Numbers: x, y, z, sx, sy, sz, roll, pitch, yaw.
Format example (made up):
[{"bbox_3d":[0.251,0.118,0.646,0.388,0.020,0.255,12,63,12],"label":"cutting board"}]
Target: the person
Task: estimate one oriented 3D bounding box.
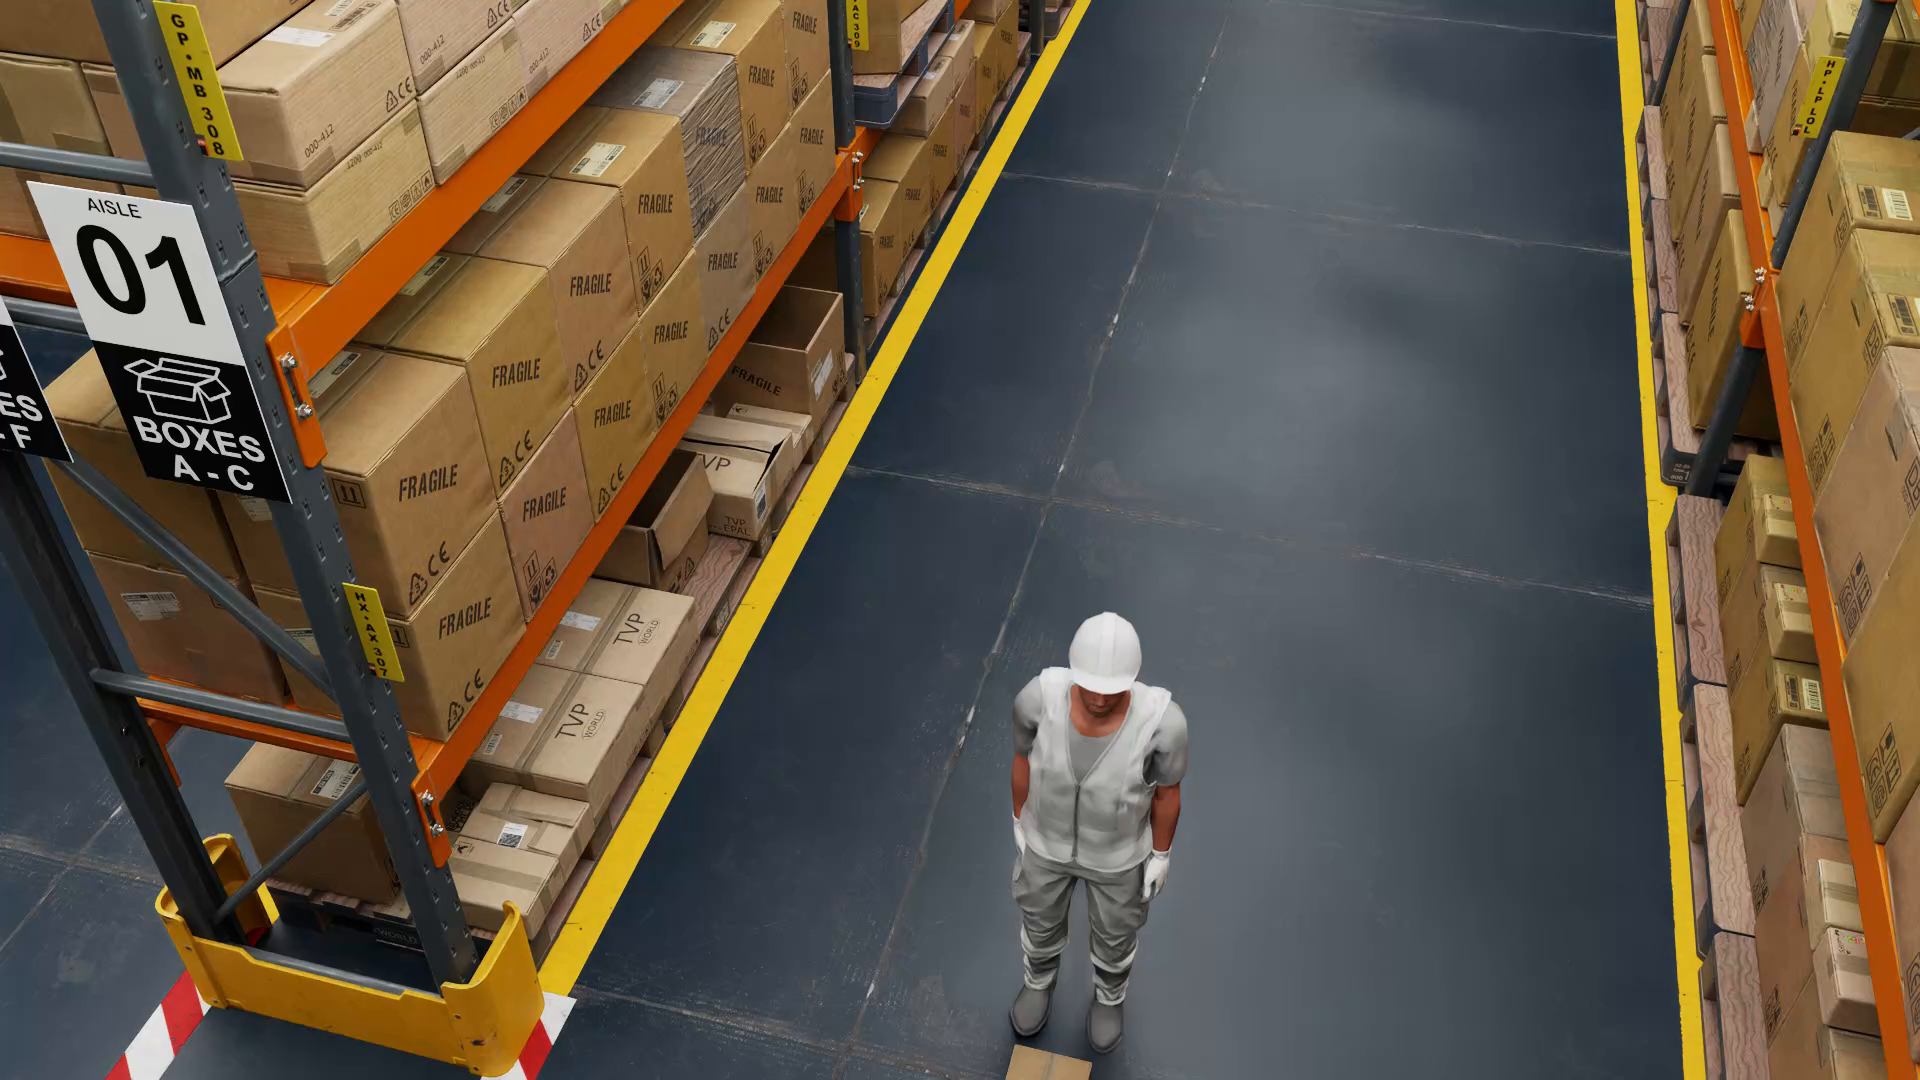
[{"bbox_3d":[0.393,0.917,5.079,0.524,1.794,0.345,11,42,12],"label":"person"}]
